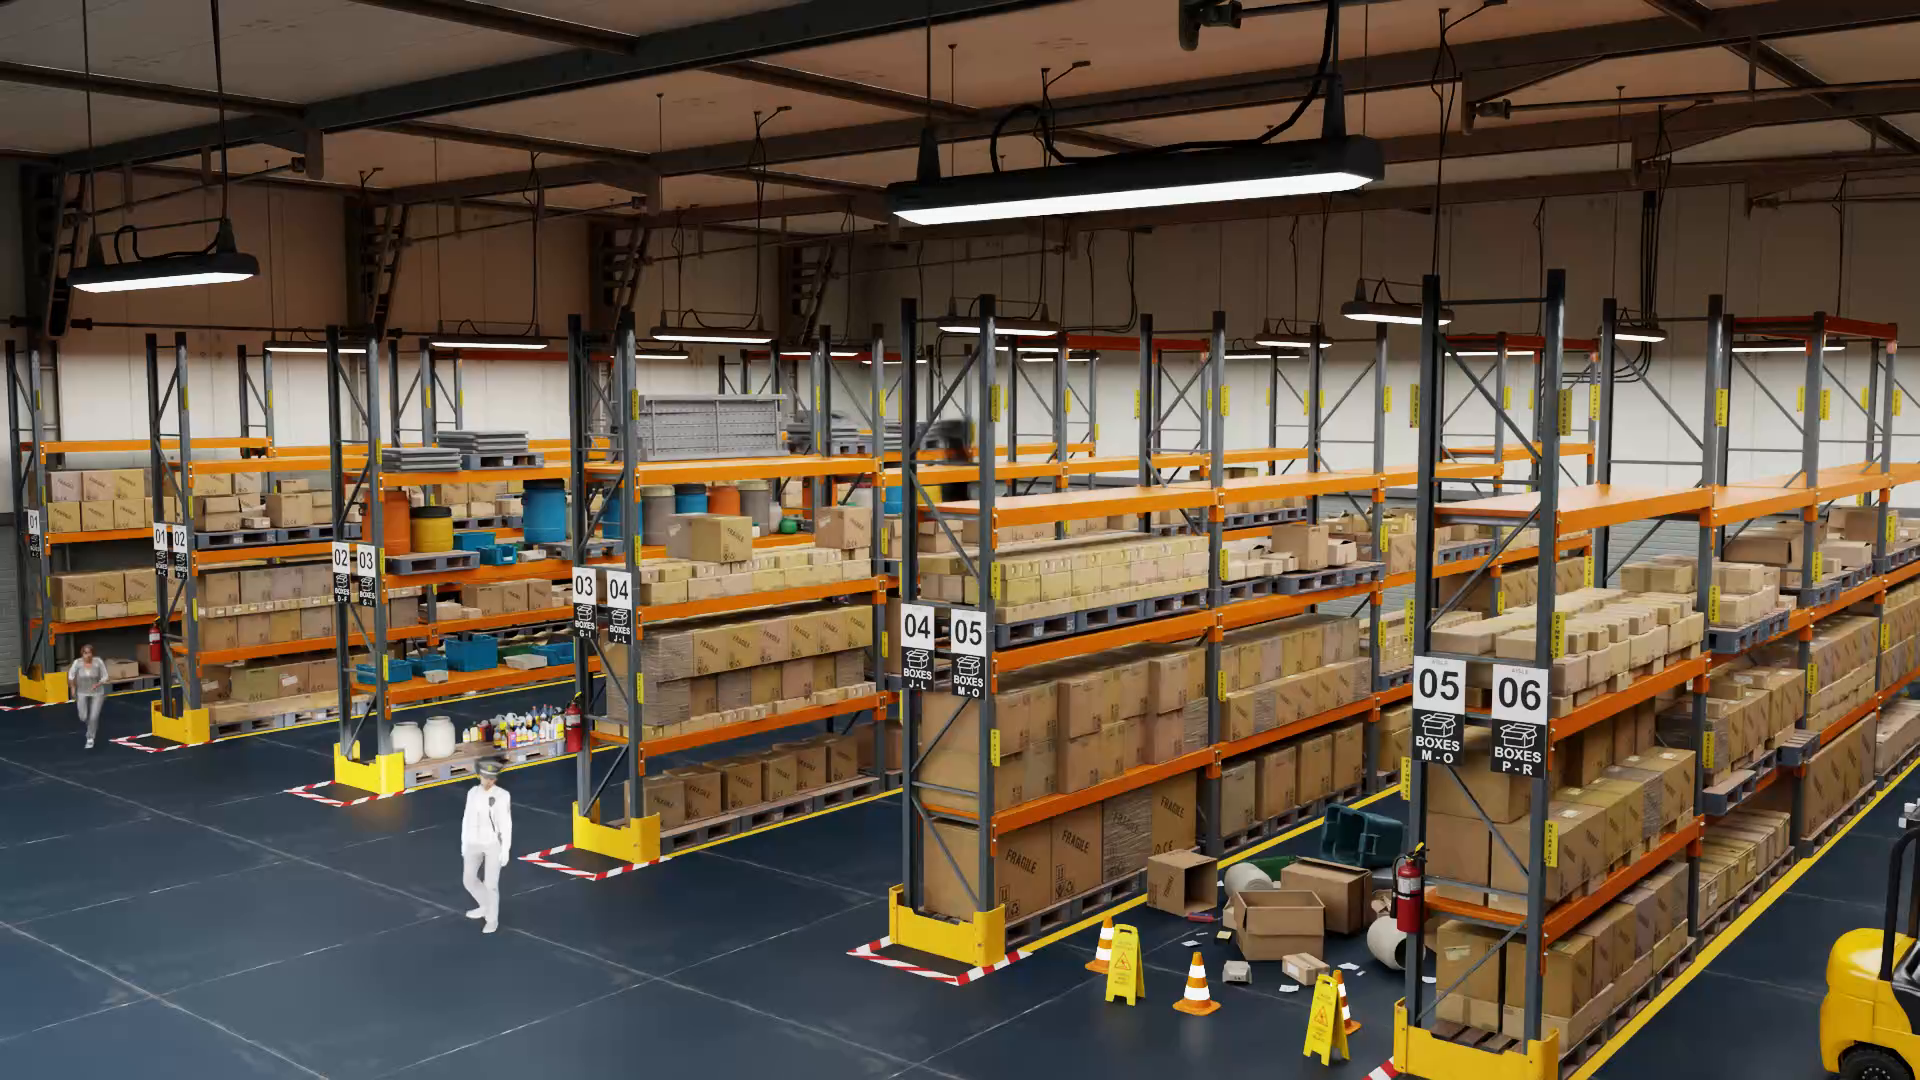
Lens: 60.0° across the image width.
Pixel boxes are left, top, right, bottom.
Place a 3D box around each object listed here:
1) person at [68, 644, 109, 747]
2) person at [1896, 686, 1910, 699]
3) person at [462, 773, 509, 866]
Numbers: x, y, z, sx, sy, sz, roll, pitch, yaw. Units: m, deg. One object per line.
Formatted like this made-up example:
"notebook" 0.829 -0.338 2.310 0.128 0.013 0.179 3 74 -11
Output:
"person" -12.569 2.244 24.002 0.519 1.518 0.623 -2 6 -25
"person" 14.922 1.949 27.063 0.976 1.499 0.677 2 5 20
"person" -4.546 2.606 15.842 0.532 0.978 0.323 1 5 15
